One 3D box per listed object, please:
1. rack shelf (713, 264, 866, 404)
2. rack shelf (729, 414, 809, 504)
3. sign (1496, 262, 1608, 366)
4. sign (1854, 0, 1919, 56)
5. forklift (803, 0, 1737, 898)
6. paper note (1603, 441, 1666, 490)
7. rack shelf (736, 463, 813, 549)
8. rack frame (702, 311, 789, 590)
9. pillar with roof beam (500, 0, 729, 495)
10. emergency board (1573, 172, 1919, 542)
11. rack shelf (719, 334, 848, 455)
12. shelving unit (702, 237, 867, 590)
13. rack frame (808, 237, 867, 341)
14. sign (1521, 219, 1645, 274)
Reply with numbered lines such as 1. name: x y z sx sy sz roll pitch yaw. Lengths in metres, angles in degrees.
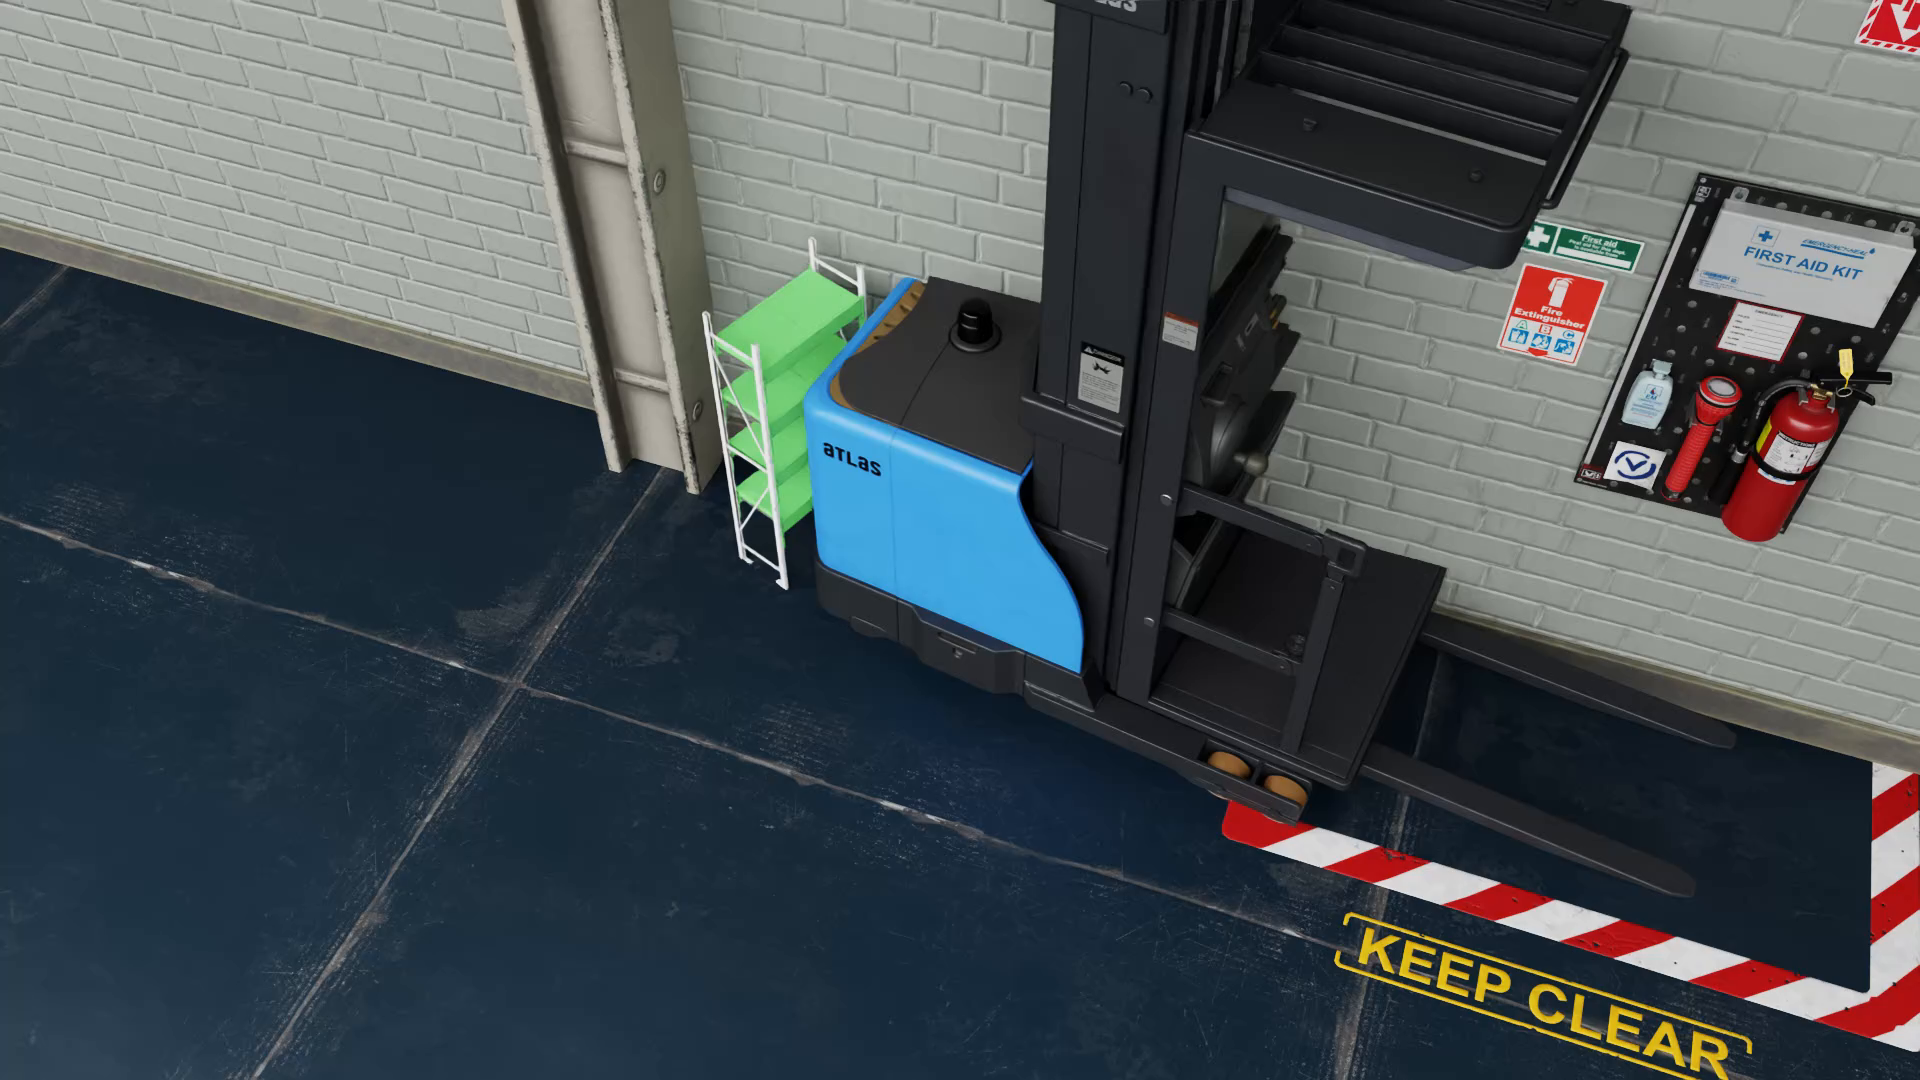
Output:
1. rack shelf: -0.566 -0.686 5.500 0.258 0.148 0.480 33 57 25
2. rack shelf: -0.566 -0.372 5.863 0.258 0.148 0.480 33 57 25
3. sign: 1.706 -0.649 4.804 0.234 0.329 0.001 16 51 13
4. sign: 2.216 -1.251 3.815 0.199 0.298 0.001 16 51 13
5. forklift: 1.033 -0.496 4.741 3.031 2.935 1.130 22 53 18
6. paper note: 2.046 -0.226 5.044 0.142 0.148 0.016 16 51 13
7. rack shelf: -0.566 -0.214 6.044 0.258 0.148 0.480 33 57 25
8. rack frame: -0.724 -0.273 5.693 0.240 1.200 0.015 33 57 25
9. pillar with roof beam: -2.627 -0.229 0.494 0.400 9.000 9.100 16 51 13
10. emergency board: 2.189 -0.419 4.628 0.643 1.169 0.194 16 51 13
11. rack shelf: -0.566 -0.529 5.681 0.258 0.148 0.480 33 57 25
12. shelving unit: -0.566 -0.414 5.814 0.258 1.200 0.503 33 57 25
13. rack frame: -0.408 -0.554 5.936 0.240 1.200 0.015 33 57 25
14. sign: 1.707 -0.815 4.597 0.331 0.109 0.001 16 51 13
